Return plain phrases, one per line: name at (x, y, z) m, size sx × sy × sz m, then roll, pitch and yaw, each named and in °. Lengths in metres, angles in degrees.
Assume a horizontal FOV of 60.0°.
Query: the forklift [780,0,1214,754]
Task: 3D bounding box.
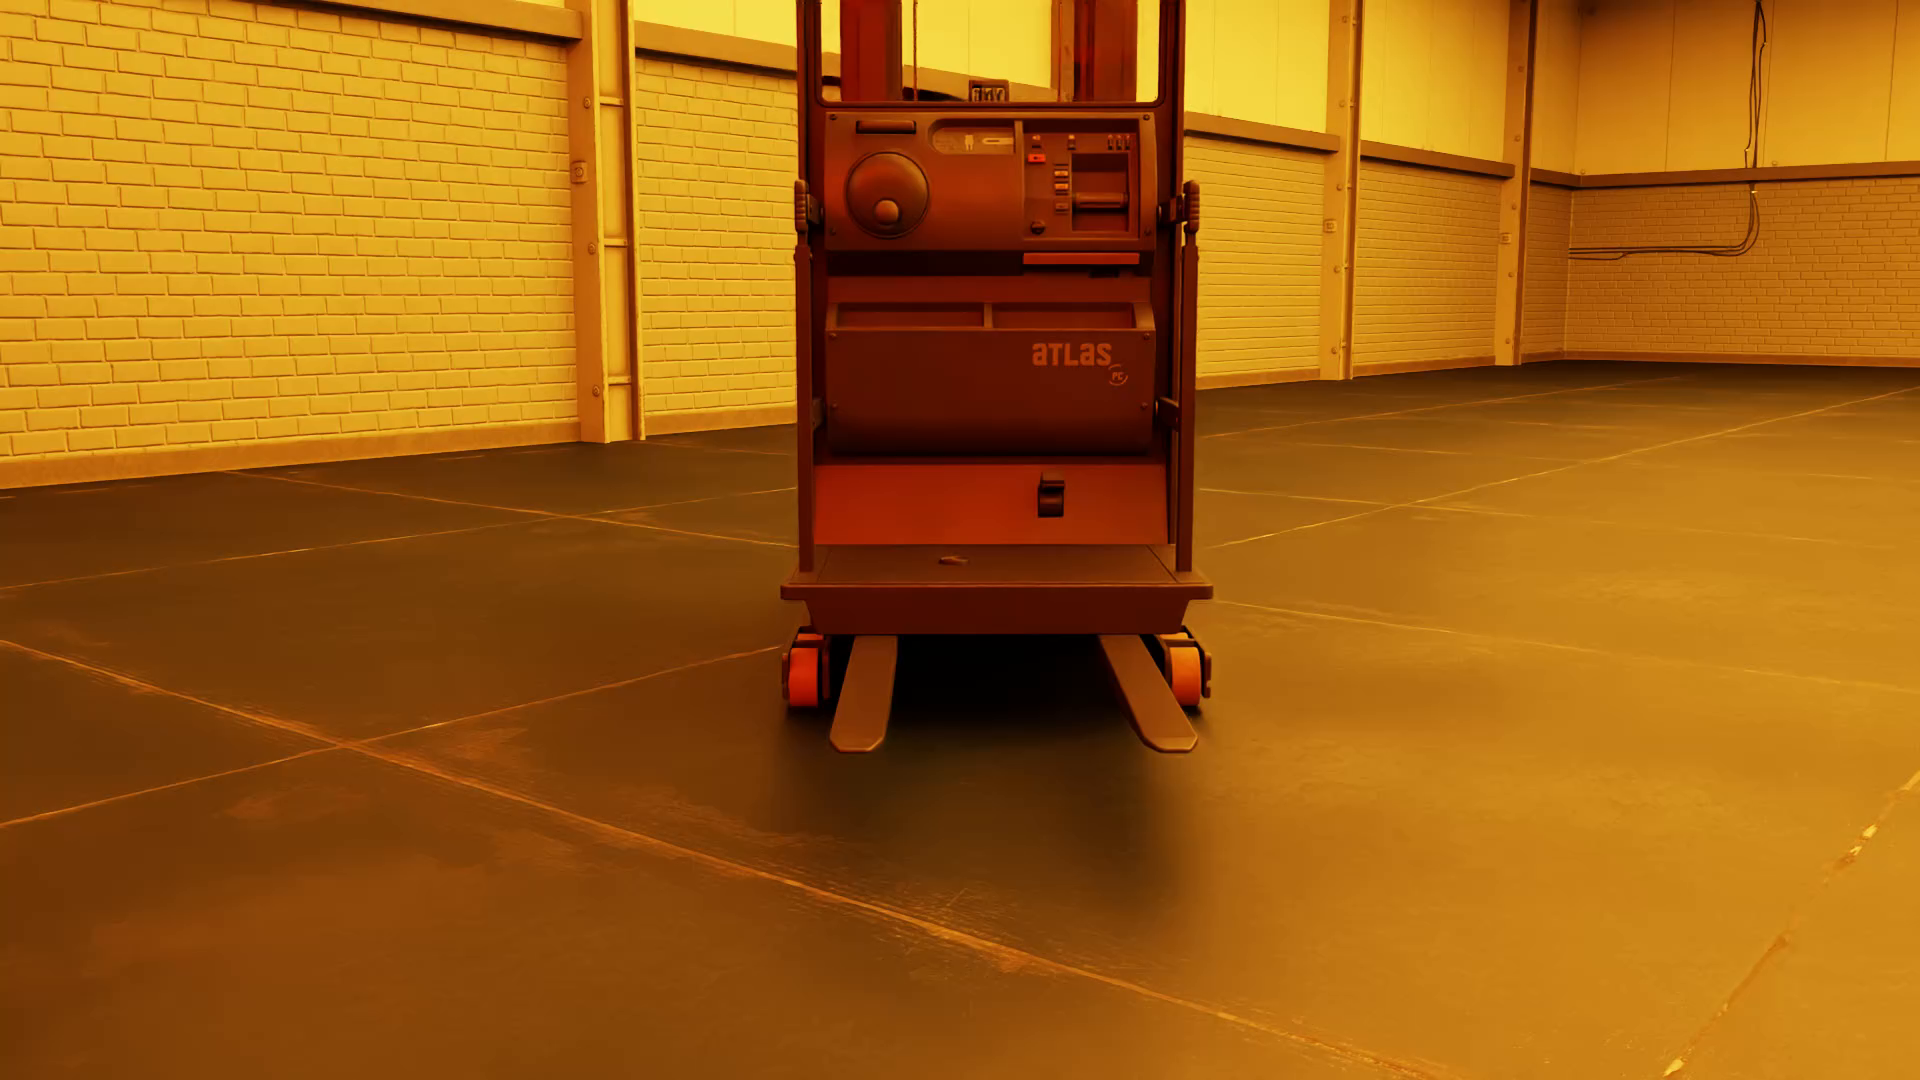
forklift at (0.089, -1.051, 4.464) m, size 1.130 × 2.935 × 3.031 m, roll 0°, pitch 8°, yaw -1°
